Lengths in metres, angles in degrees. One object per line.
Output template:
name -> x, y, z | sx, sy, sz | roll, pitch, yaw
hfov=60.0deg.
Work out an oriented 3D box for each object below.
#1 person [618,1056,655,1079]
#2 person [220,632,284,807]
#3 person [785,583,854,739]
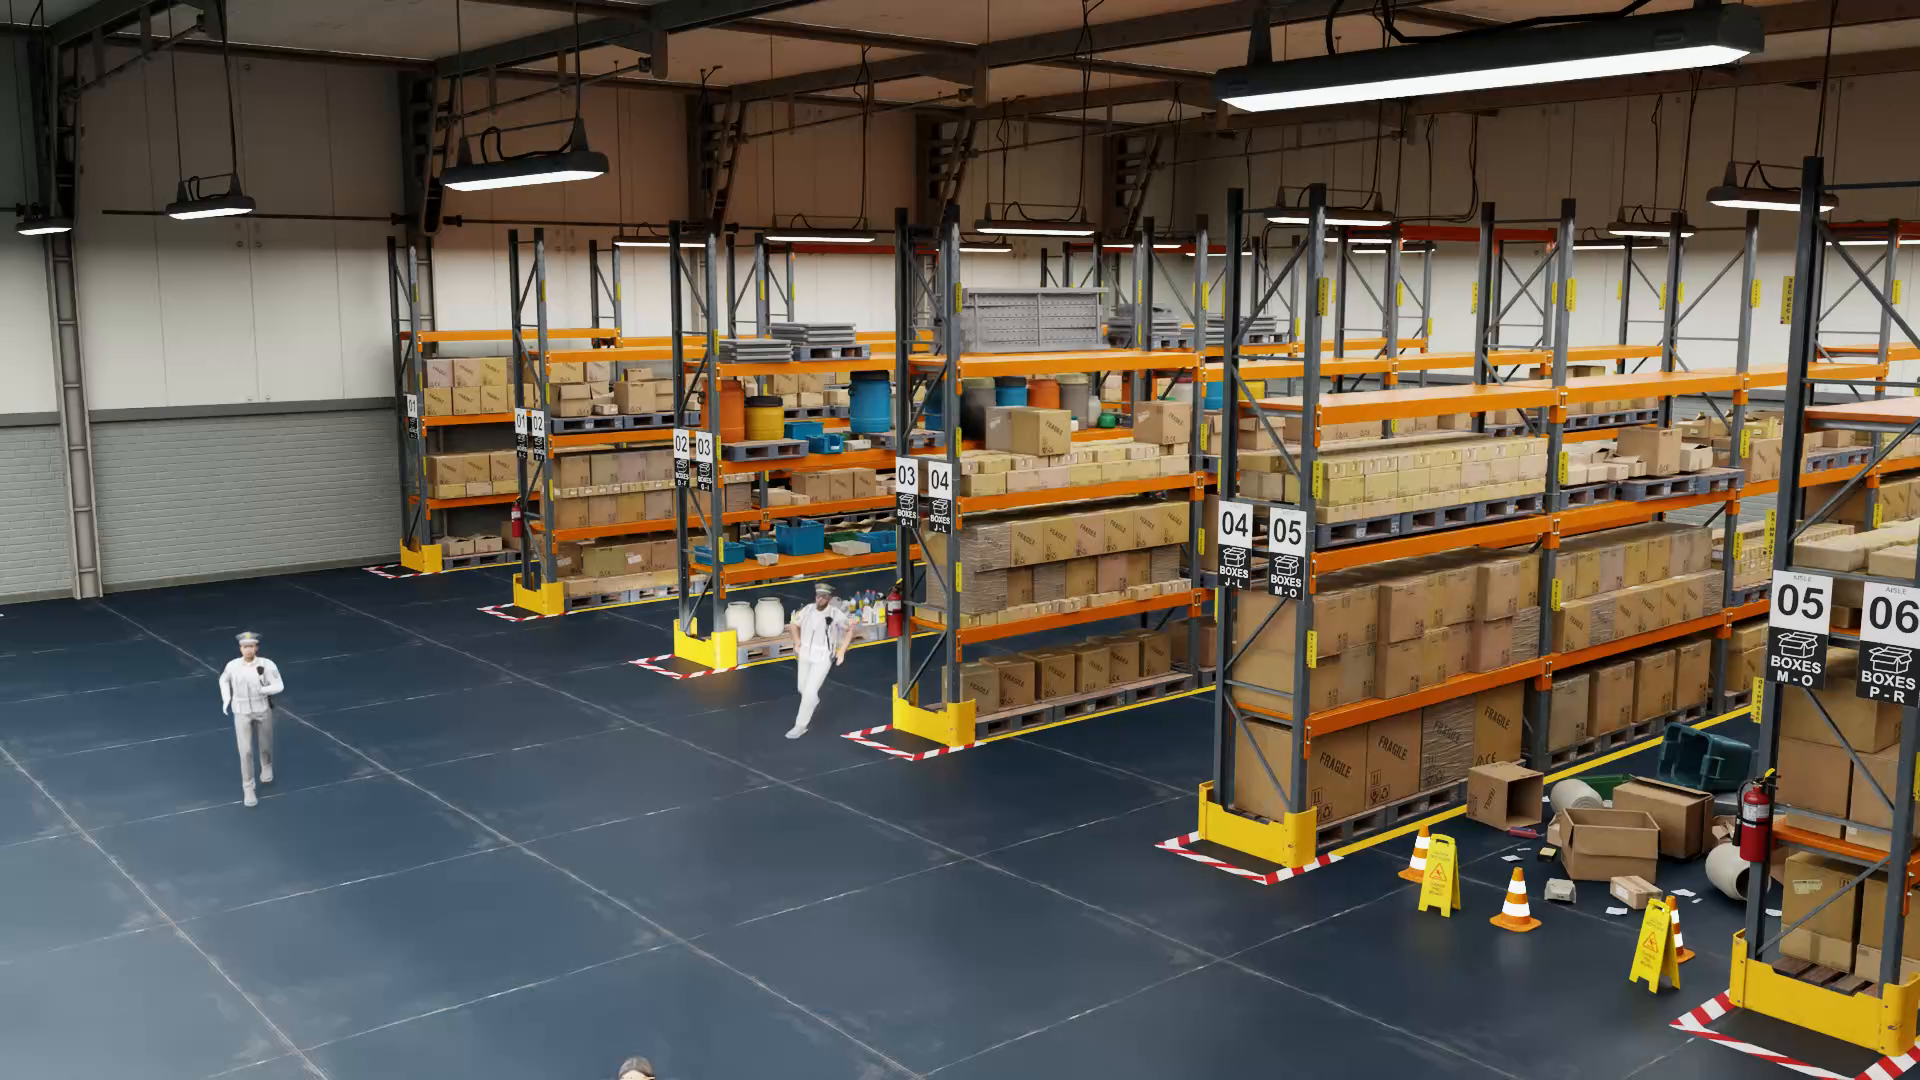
person -> -1.477, 3.184, 7.664 | 0.594, 1.671, 0.865 | -1, 9, -8
person -> -7.128, 1.745, 16.766 | 0.608, 1.683, 0.916 | -3, 9, -20
person -> -1.651, 1.352, 19.227 | 0.733, 1.749, 0.974 | 3, 9, 21
